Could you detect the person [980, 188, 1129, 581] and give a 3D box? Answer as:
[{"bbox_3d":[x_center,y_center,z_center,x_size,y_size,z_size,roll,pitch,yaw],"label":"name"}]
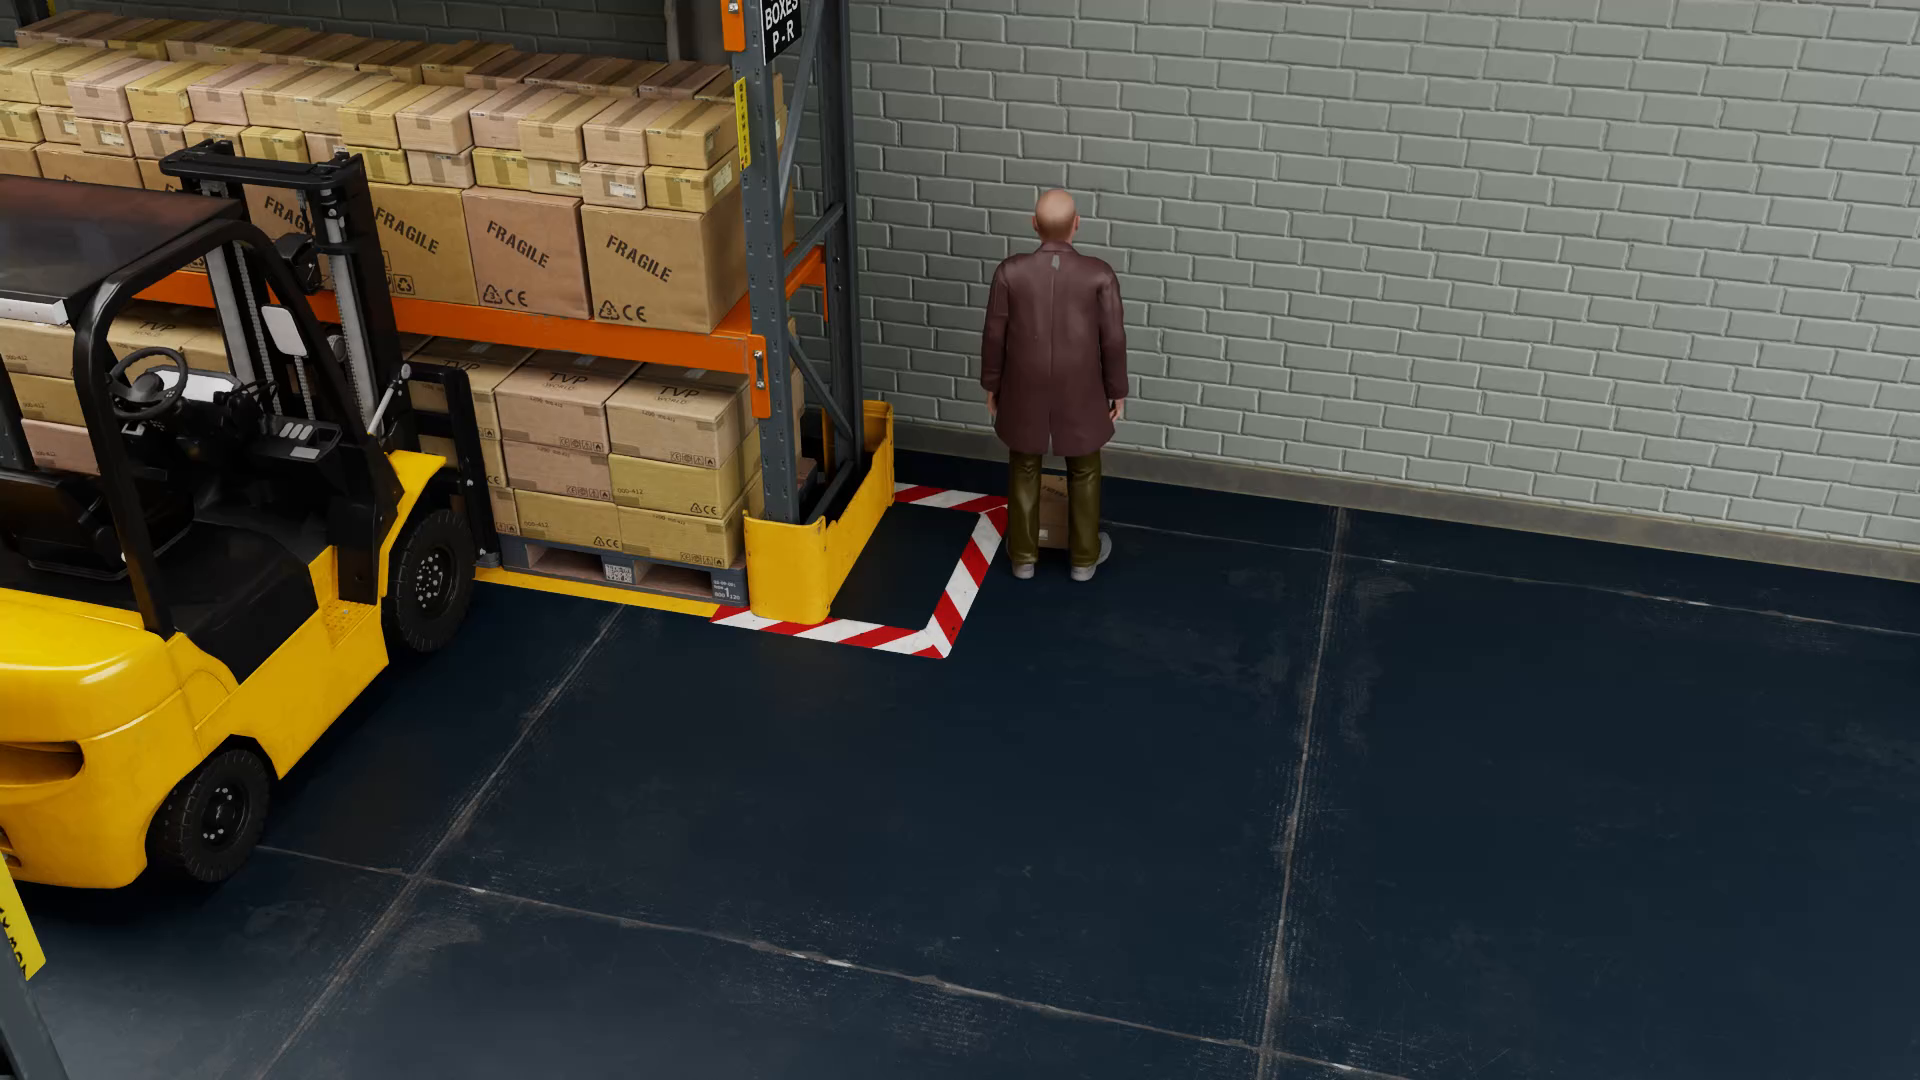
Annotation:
[{"bbox_3d":[0.405,-0.615,7.183,0.643,1.707,0.431,4,33,6],"label":"person"}]
